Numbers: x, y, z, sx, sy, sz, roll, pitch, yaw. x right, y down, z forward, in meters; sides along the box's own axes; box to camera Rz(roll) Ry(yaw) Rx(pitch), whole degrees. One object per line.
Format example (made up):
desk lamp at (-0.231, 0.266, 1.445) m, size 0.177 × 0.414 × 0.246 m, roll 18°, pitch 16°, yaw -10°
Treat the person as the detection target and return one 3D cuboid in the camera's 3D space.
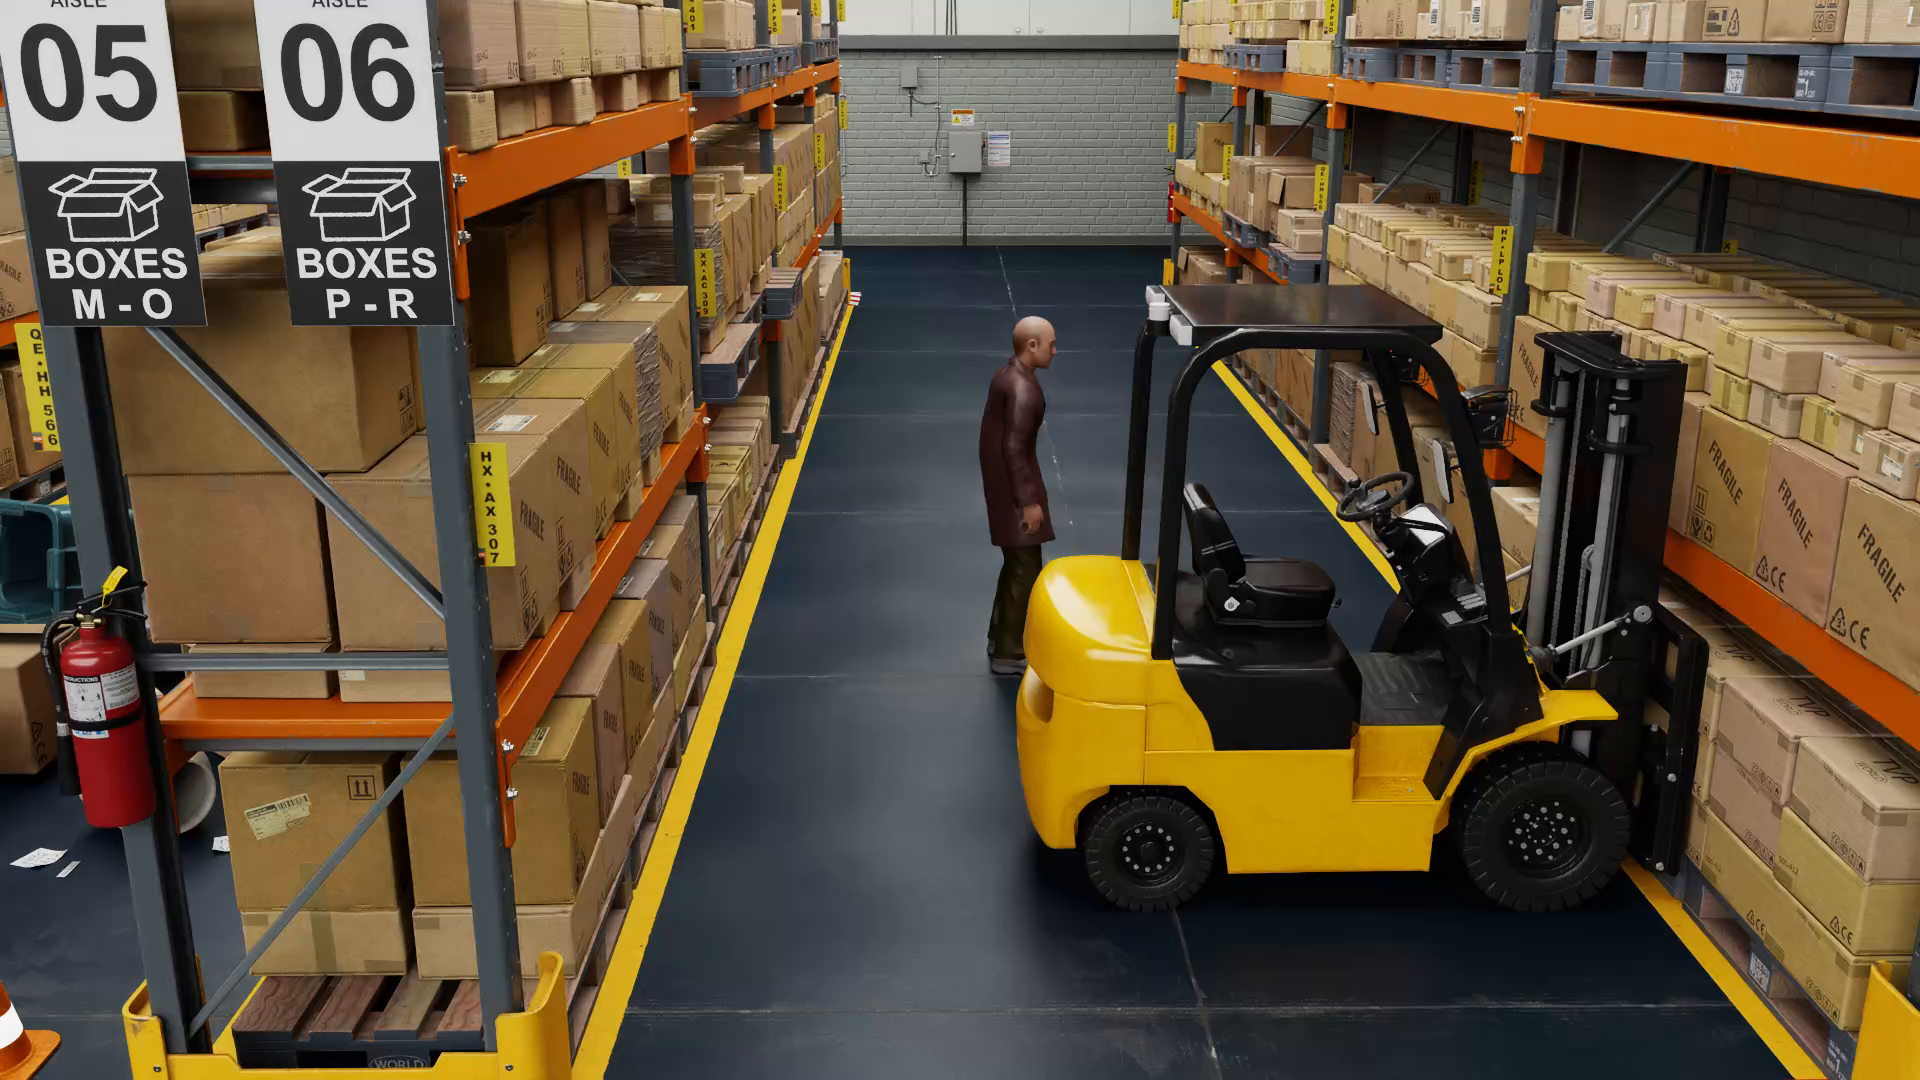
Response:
person at (0.307, -0.233, 8.339) m, size 0.419 × 1.774 × 0.646 m, roll 0°, pitch 17°, yaw -1°
